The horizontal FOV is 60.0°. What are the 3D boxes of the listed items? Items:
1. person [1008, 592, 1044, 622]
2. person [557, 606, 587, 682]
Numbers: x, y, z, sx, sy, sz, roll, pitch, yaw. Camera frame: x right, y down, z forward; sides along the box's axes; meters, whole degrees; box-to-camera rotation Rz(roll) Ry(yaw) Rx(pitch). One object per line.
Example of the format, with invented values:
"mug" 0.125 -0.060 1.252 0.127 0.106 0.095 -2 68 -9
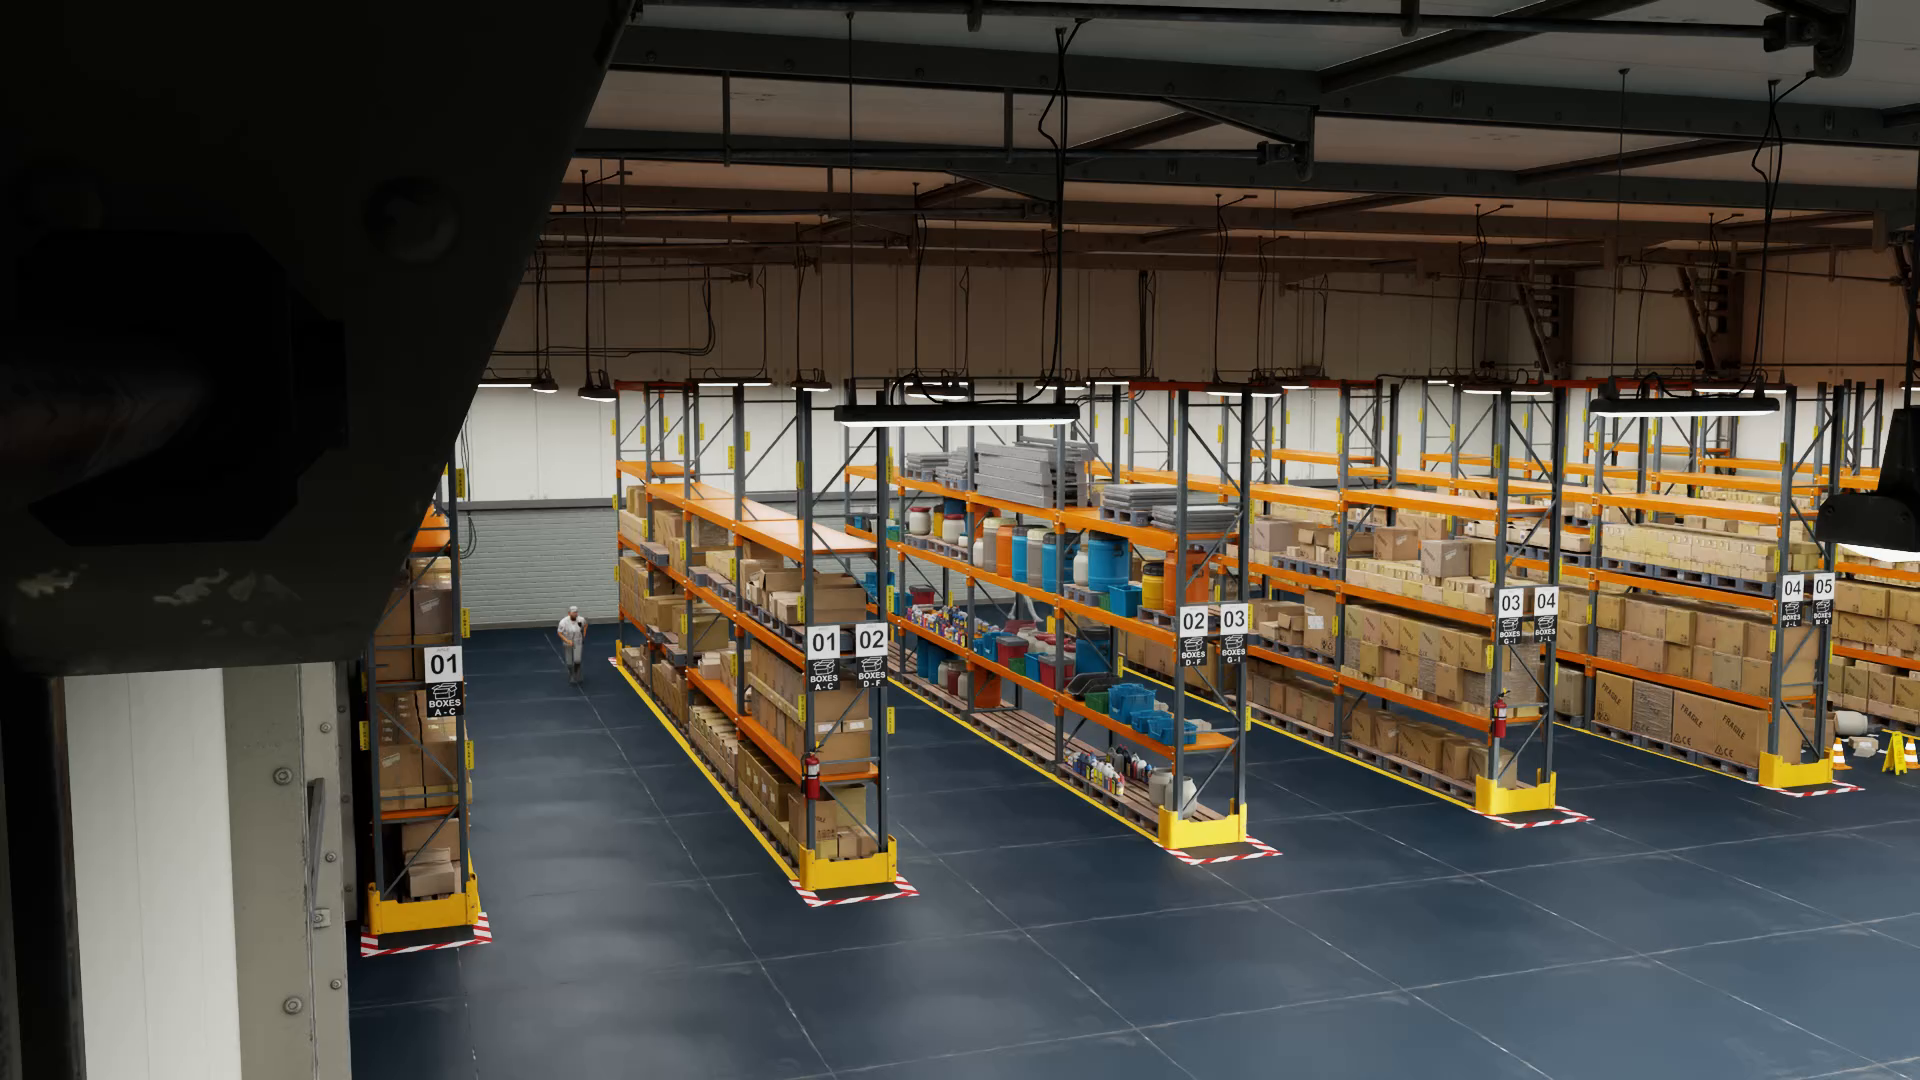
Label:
"person" 1.654 1.181 40.871 1.056 1.614 0.442 3 7 28
"person" -7.676 2.064 32.965 0.558 1.579 0.742 -1 6 -8
